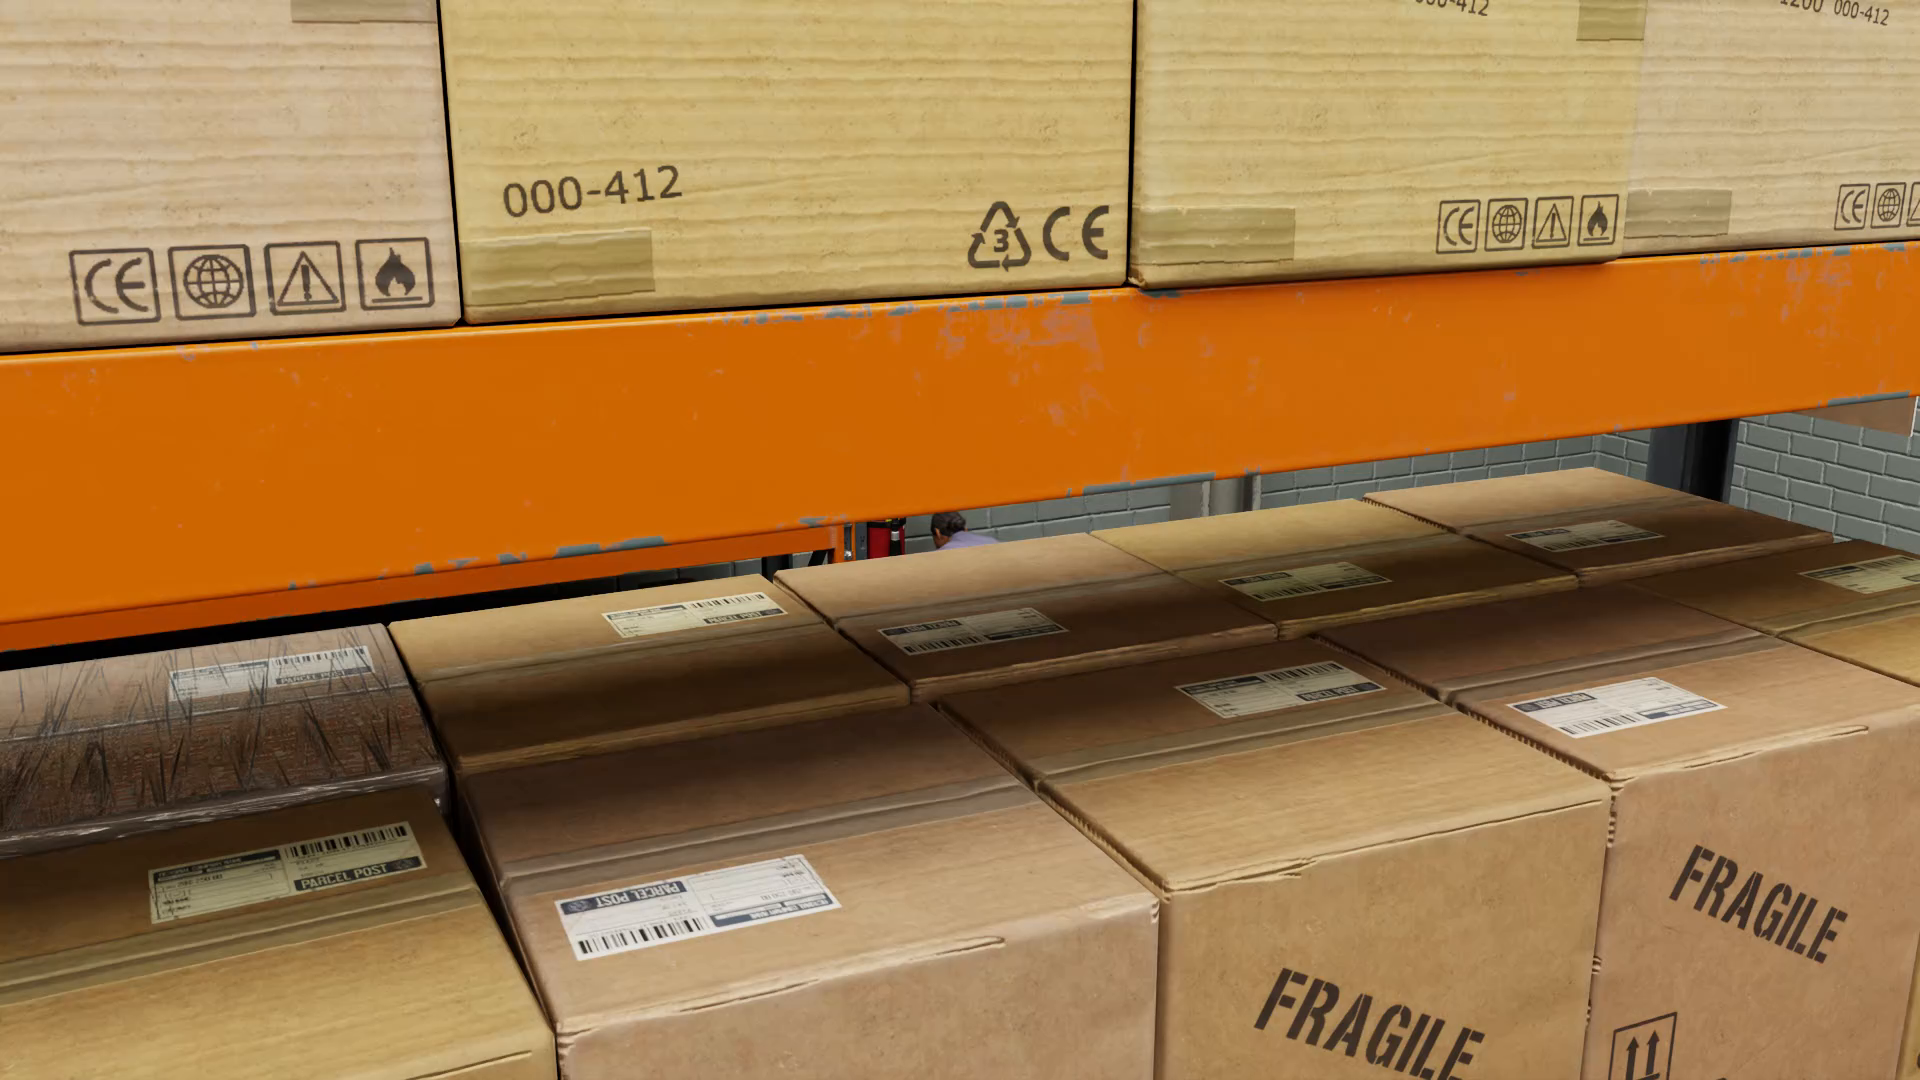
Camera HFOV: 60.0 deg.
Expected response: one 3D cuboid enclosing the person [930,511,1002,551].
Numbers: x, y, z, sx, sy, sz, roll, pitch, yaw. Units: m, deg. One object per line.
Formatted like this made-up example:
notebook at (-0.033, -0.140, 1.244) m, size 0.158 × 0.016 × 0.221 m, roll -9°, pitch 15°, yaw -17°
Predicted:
person at (0.080, 0.328, 8.254) m, size 0.529 × 0.925 × 0.838 m, roll -8°, pitch 17°, yaw -27°
